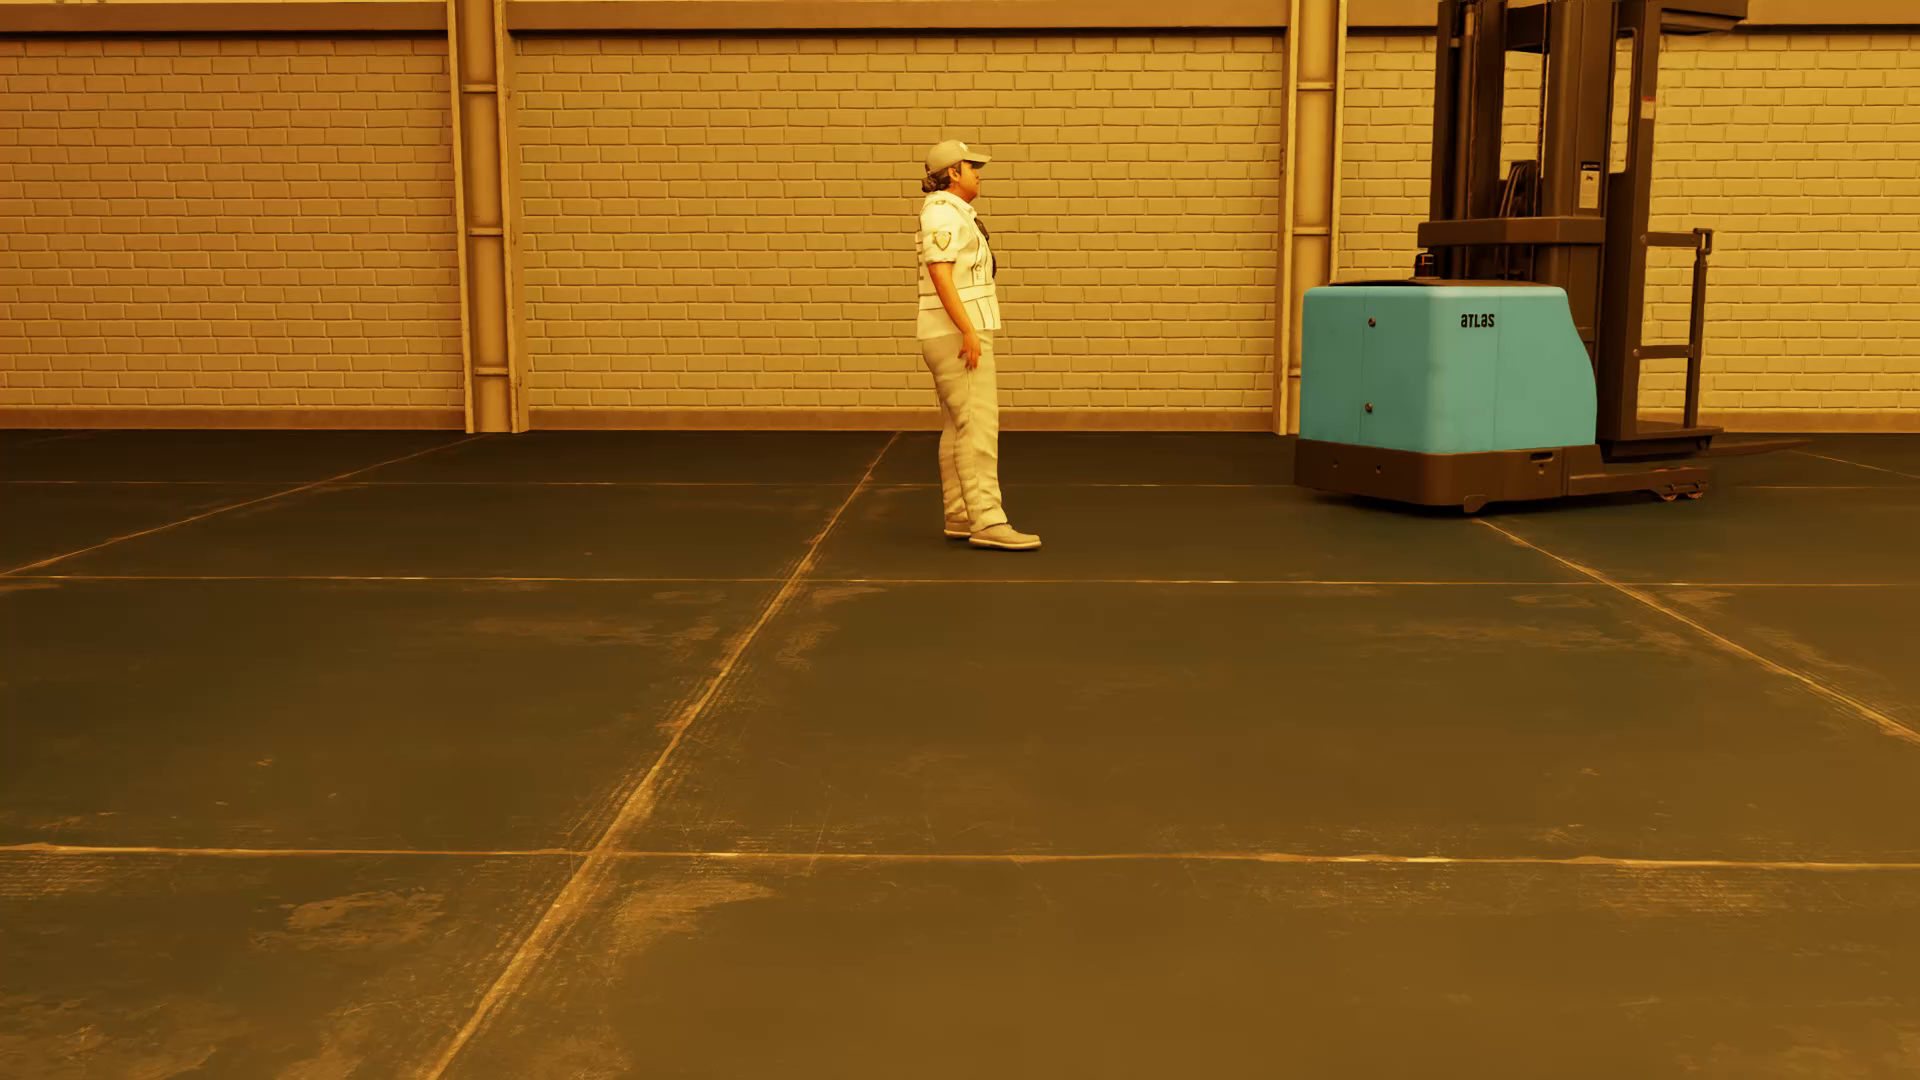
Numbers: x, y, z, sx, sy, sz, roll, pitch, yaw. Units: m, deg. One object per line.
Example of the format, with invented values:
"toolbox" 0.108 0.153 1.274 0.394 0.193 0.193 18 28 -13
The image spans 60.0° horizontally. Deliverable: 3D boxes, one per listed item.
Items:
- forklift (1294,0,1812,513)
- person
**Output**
"forklift" 3.249 -1.709 8.610 3.031 2.935 1.130 -5 10 -29
"person" 0.076 -0.828 6.976 0.529 1.670 0.599 0 9 1
